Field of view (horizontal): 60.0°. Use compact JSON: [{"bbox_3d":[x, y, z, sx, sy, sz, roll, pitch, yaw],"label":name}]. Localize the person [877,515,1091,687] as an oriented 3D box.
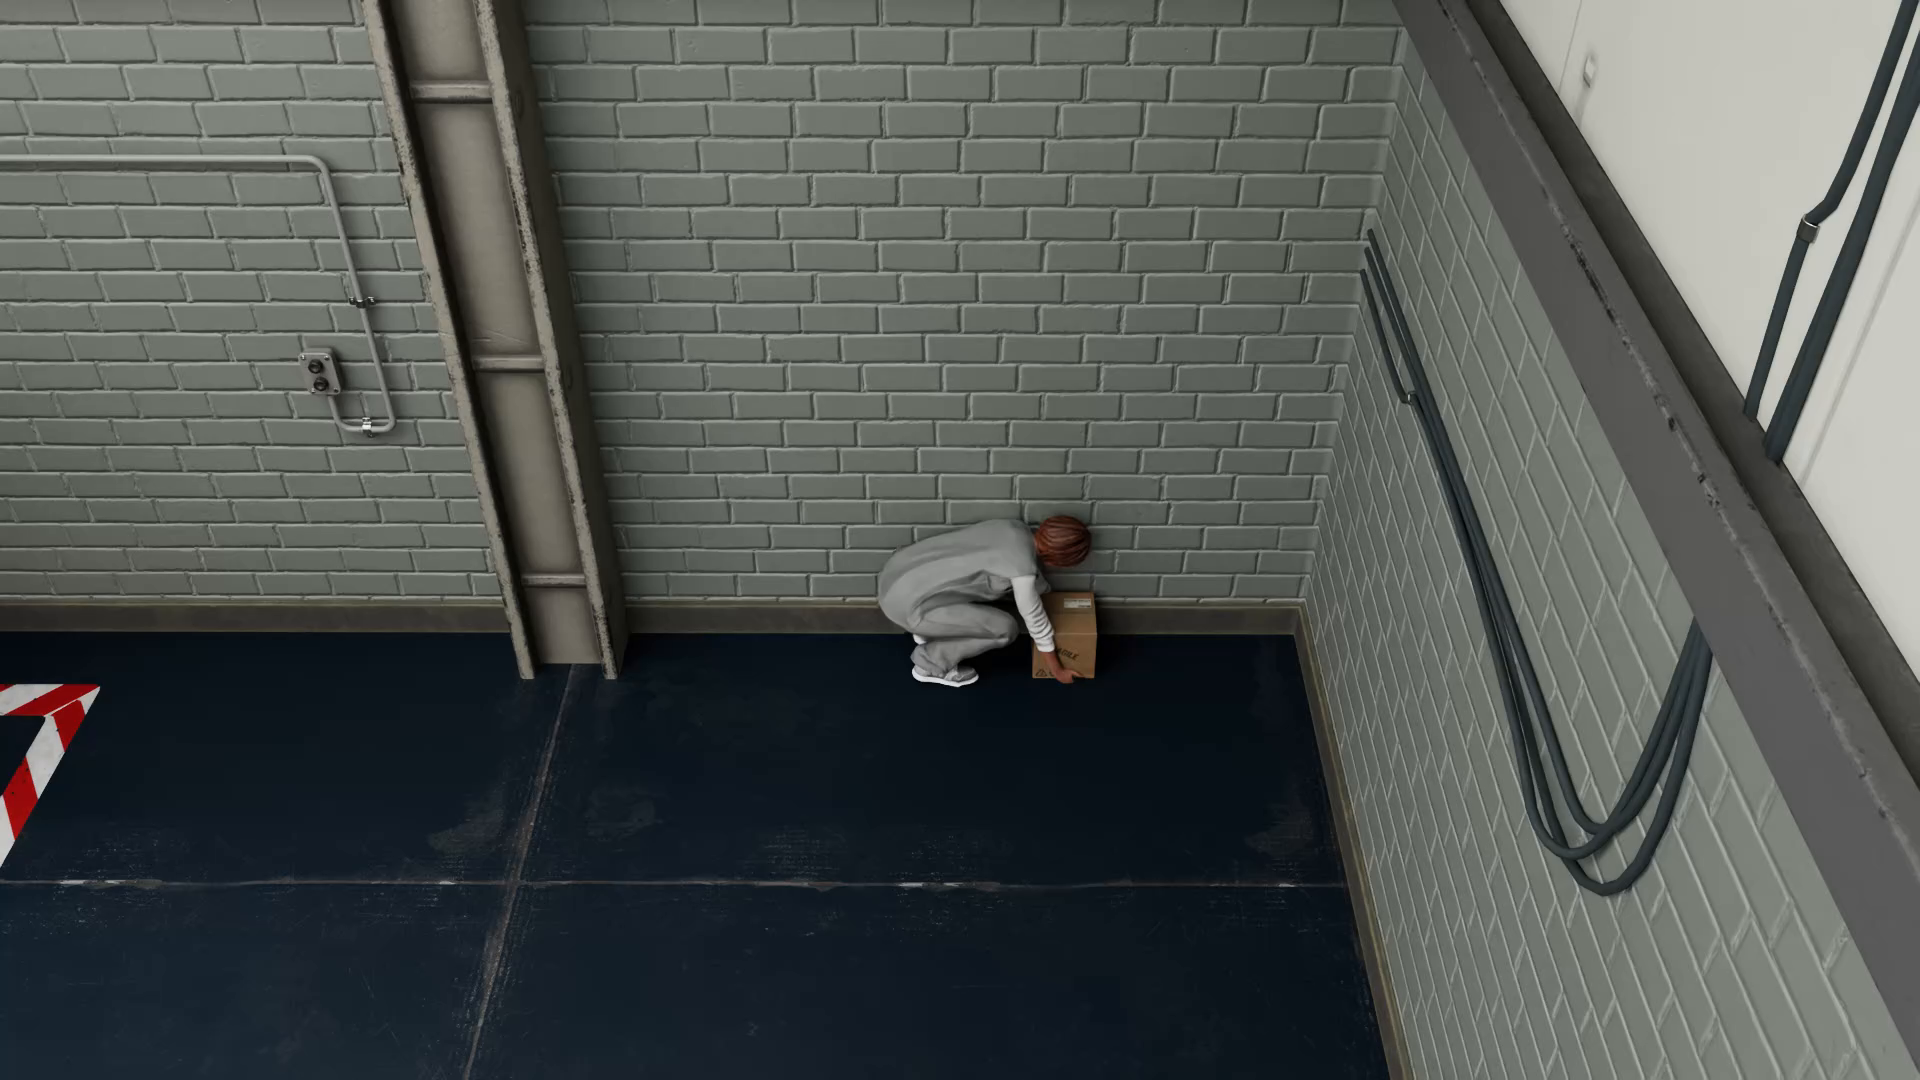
[{"bbox_3d":[0.092,0.243,6.629,0.840,0.753,0.433,-1,40,-1],"label":"person"}]
